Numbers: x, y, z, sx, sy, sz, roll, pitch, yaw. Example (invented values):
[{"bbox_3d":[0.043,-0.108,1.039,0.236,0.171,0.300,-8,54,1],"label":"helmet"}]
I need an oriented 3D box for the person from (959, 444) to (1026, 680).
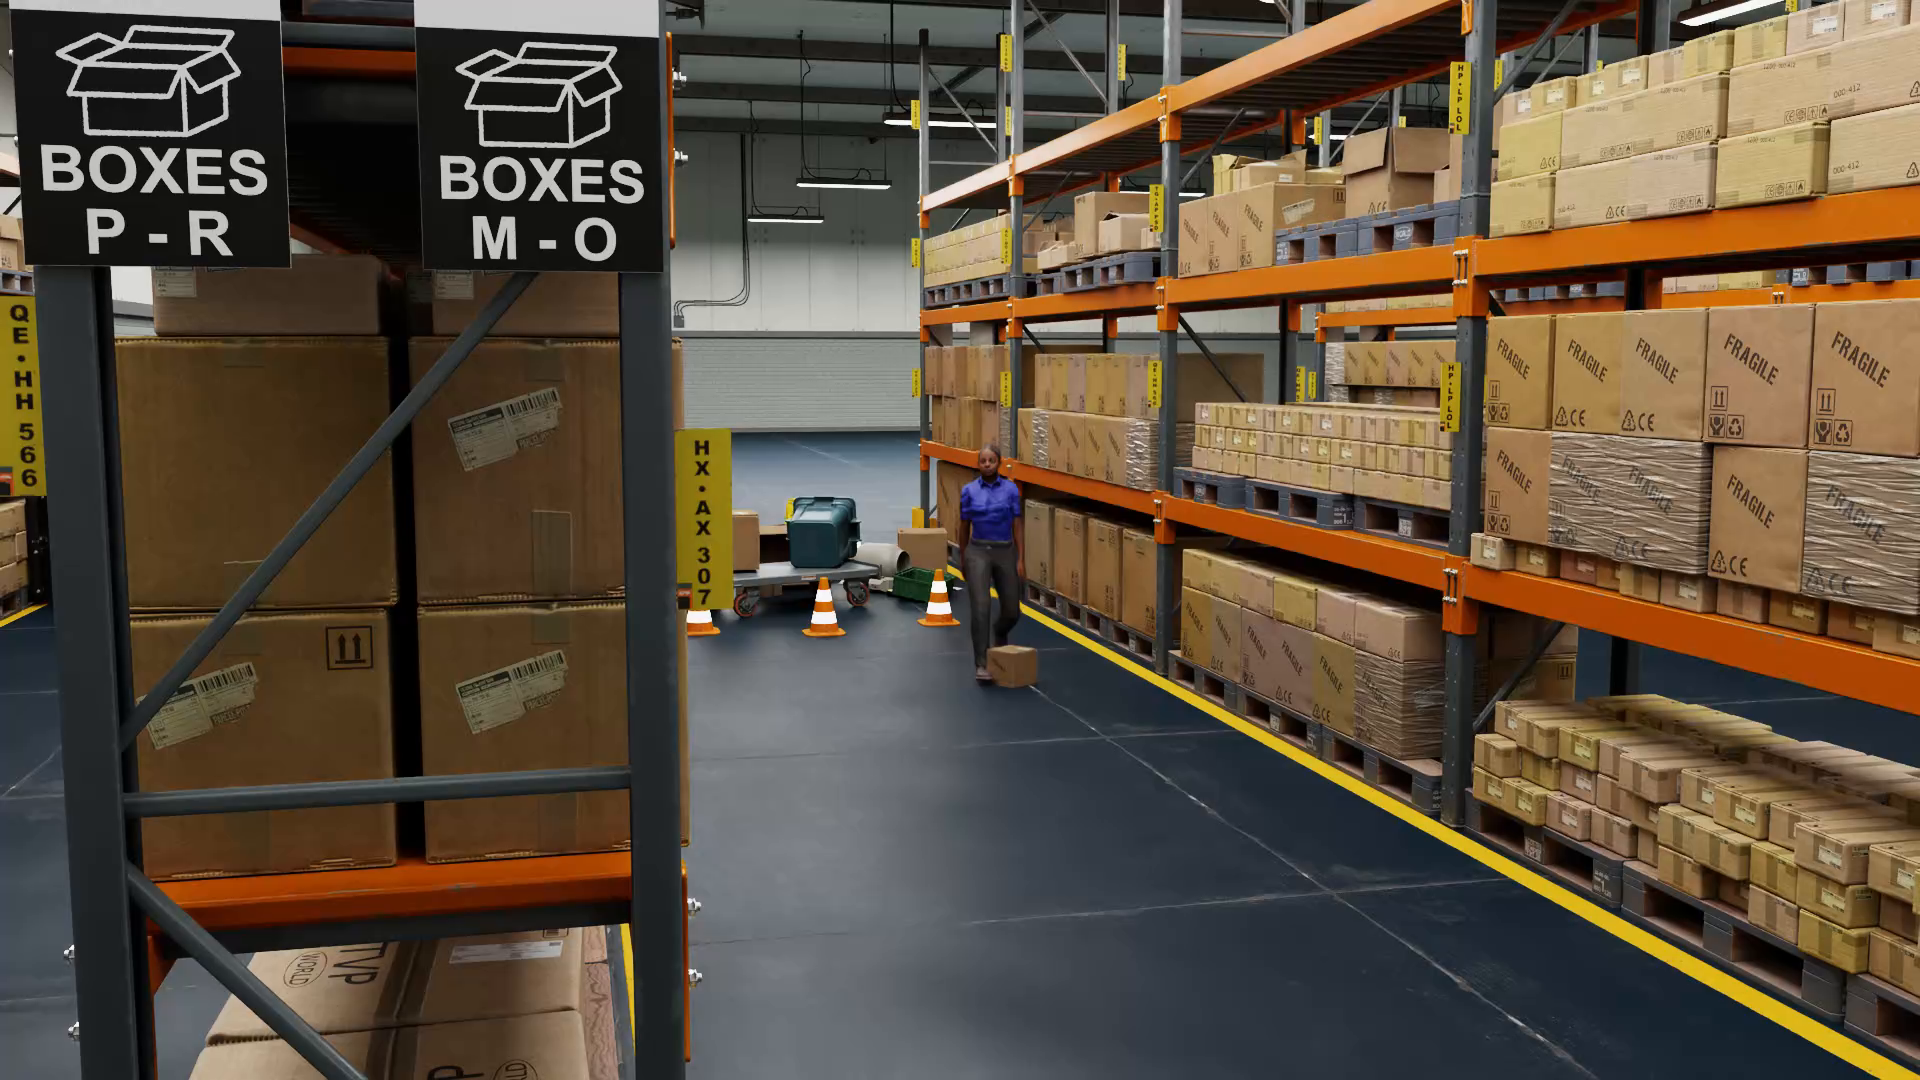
[{"bbox_3d":[0.222,0.136,11.779,0.464,1.635,0.704,-1,6,-6],"label":"person"}]
